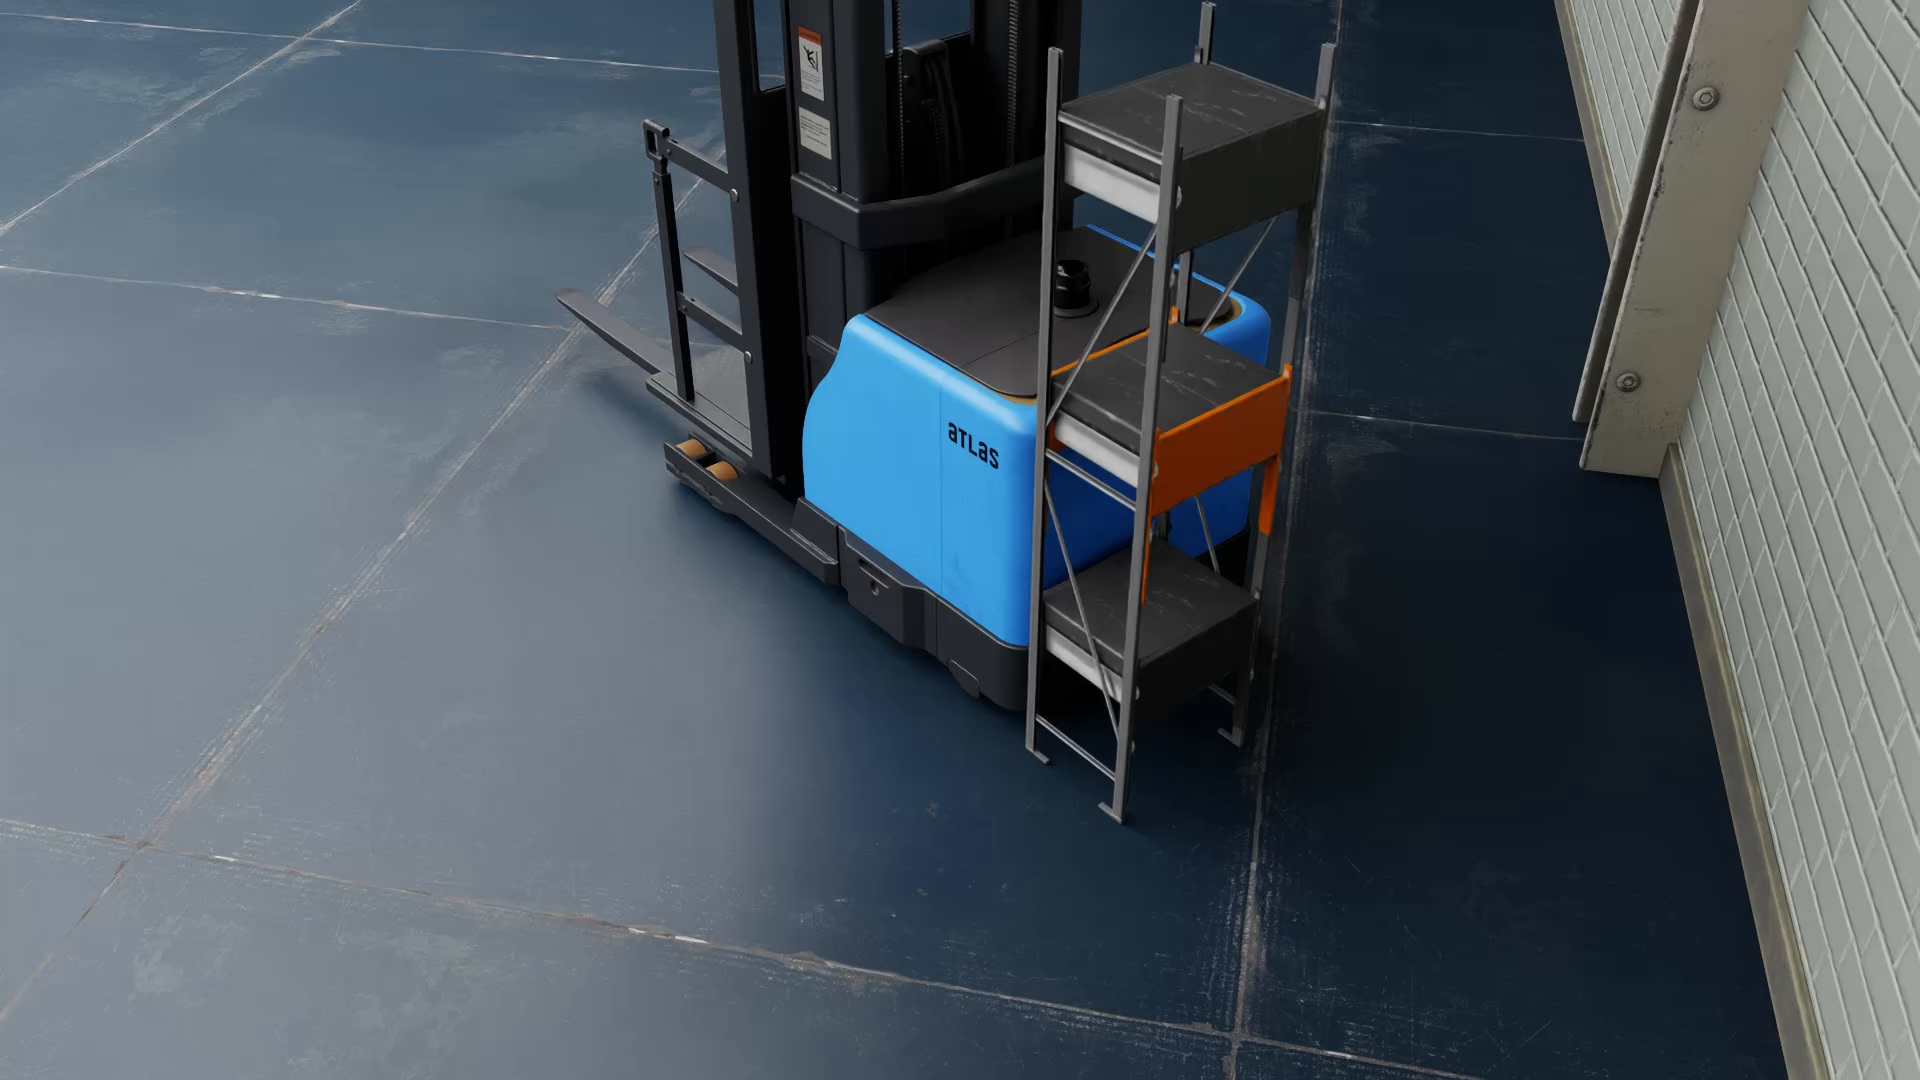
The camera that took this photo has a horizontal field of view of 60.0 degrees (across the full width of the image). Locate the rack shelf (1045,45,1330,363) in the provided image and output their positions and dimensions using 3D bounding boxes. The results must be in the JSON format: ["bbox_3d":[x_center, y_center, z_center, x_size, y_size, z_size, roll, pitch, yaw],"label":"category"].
[{"bbox_3d":[0.516,-0.795,3.888,0.480,0.518,0.431,-26,43,-31],"label":"rack shelf"}]

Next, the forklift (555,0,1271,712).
[{"bbox_3d":[-0.410,-1.468,5.278,1.130,2.935,3.031,-27,44,-32],"label":"forklift"}]

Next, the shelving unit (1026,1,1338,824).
[{"bbox_3d":[0.515,-0.239,4.290,0.503,2.100,0.431,-26,43,-31],"label":"shelving unit"}]

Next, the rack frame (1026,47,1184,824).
[{"bbox_3d":[0.327,-0.148,4.164,0.015,2.100,0.400,-26,43,-31],"label":"rack frame"}]

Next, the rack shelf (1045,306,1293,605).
[{"bbox_3d":[0.515,-0.228,4.298,0.480,0.518,0.431,-26,43,-31],"label":"rack shelf"}]

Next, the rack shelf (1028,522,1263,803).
[{"bbox_3d":[0.515,0.339,4.709,0.480,0.518,0.431,-26,43,-31],"label":"rack shelf"}]

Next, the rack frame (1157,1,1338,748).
[{"bbox_3d":[0.703,-0.330,4.416,0.015,2.100,0.400,-26,43,-31],"label":"rack frame"}]

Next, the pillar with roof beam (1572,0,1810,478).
[{"bbox_3d":[-1.732,-4.538,4.343,9.100,9.000,0.400,7,37,10],"label":"pillar with roof beam"}]
